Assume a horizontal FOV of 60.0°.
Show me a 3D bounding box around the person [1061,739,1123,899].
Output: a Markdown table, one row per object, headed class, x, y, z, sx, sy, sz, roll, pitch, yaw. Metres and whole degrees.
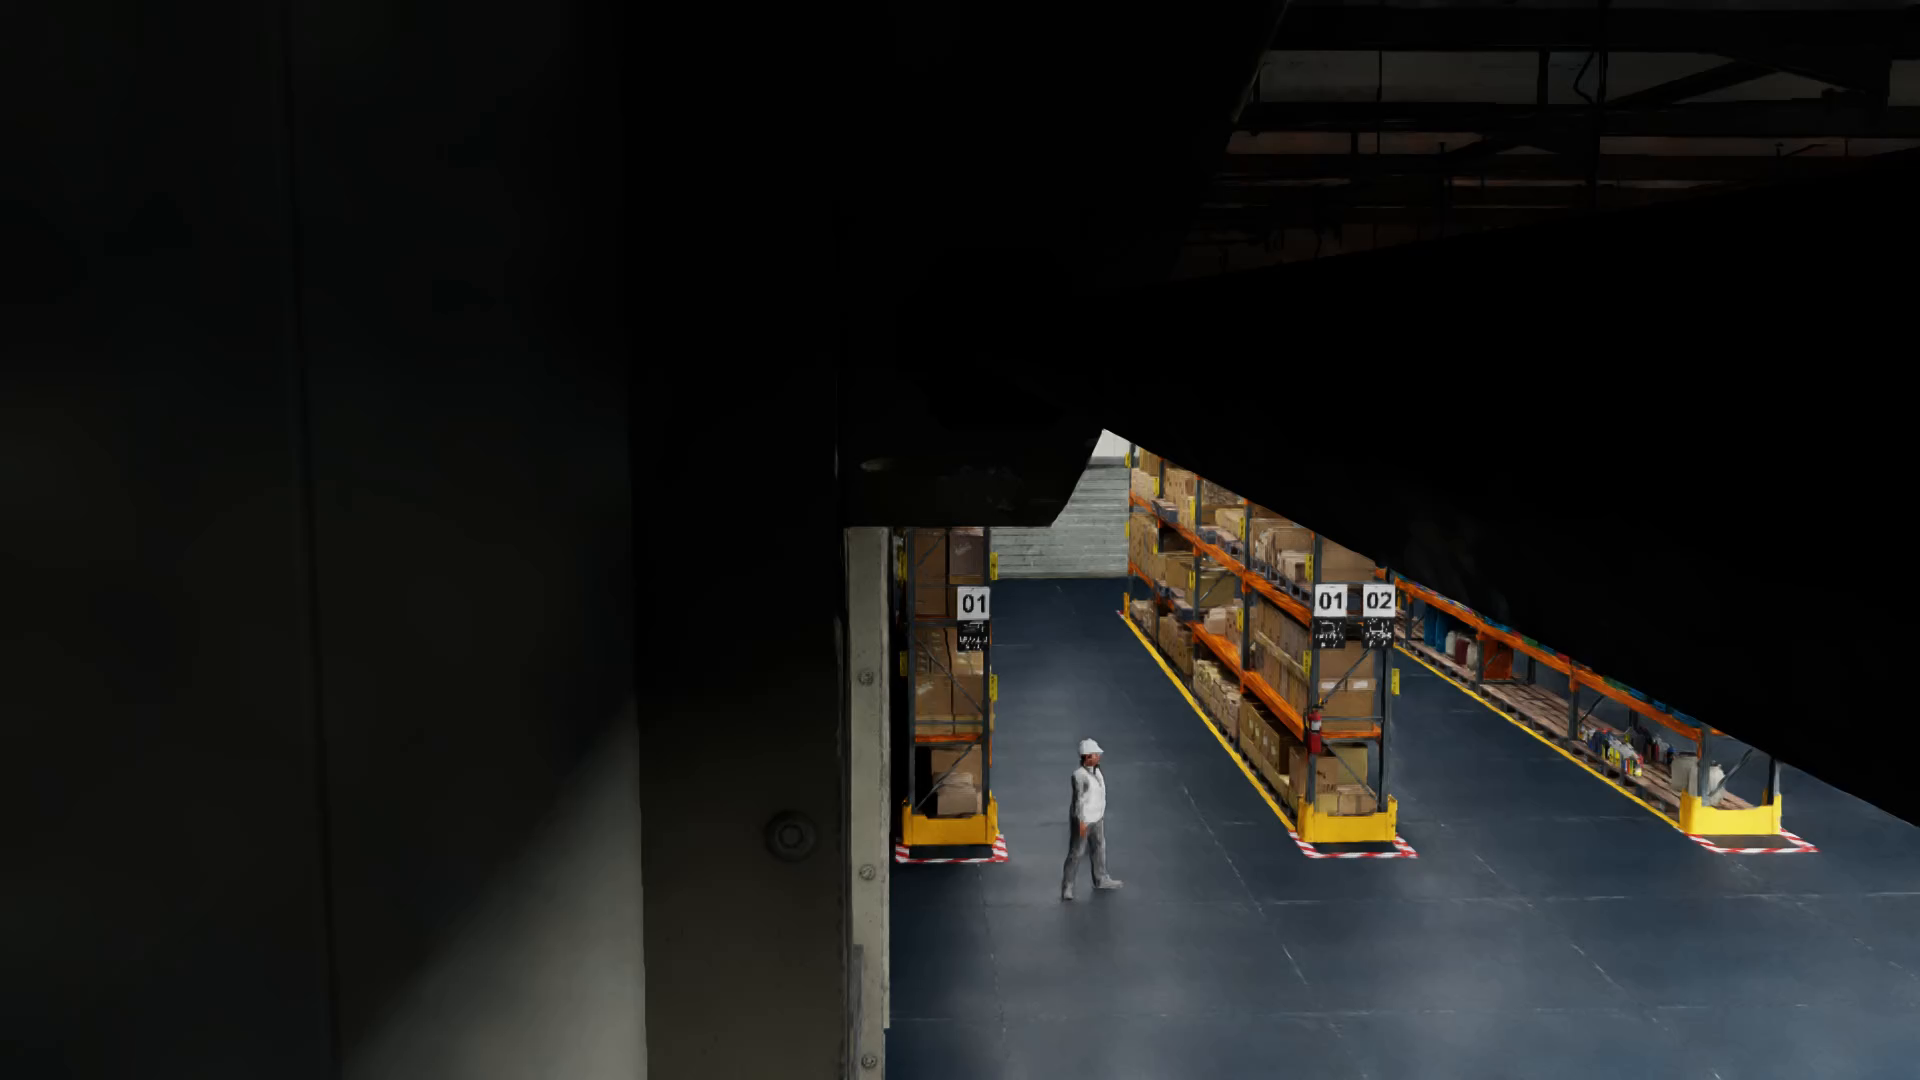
| class | x | y | z | sx | sy | sz | roll | pitch | yaw |
| --- | --- | --- | --- | --- | --- | --- | --- | --- | --- |
| person | 1.442 | 3.077 | 18.530 | 0.528 | 1.767 | 0.723 | 4 | 9 | 31 |
